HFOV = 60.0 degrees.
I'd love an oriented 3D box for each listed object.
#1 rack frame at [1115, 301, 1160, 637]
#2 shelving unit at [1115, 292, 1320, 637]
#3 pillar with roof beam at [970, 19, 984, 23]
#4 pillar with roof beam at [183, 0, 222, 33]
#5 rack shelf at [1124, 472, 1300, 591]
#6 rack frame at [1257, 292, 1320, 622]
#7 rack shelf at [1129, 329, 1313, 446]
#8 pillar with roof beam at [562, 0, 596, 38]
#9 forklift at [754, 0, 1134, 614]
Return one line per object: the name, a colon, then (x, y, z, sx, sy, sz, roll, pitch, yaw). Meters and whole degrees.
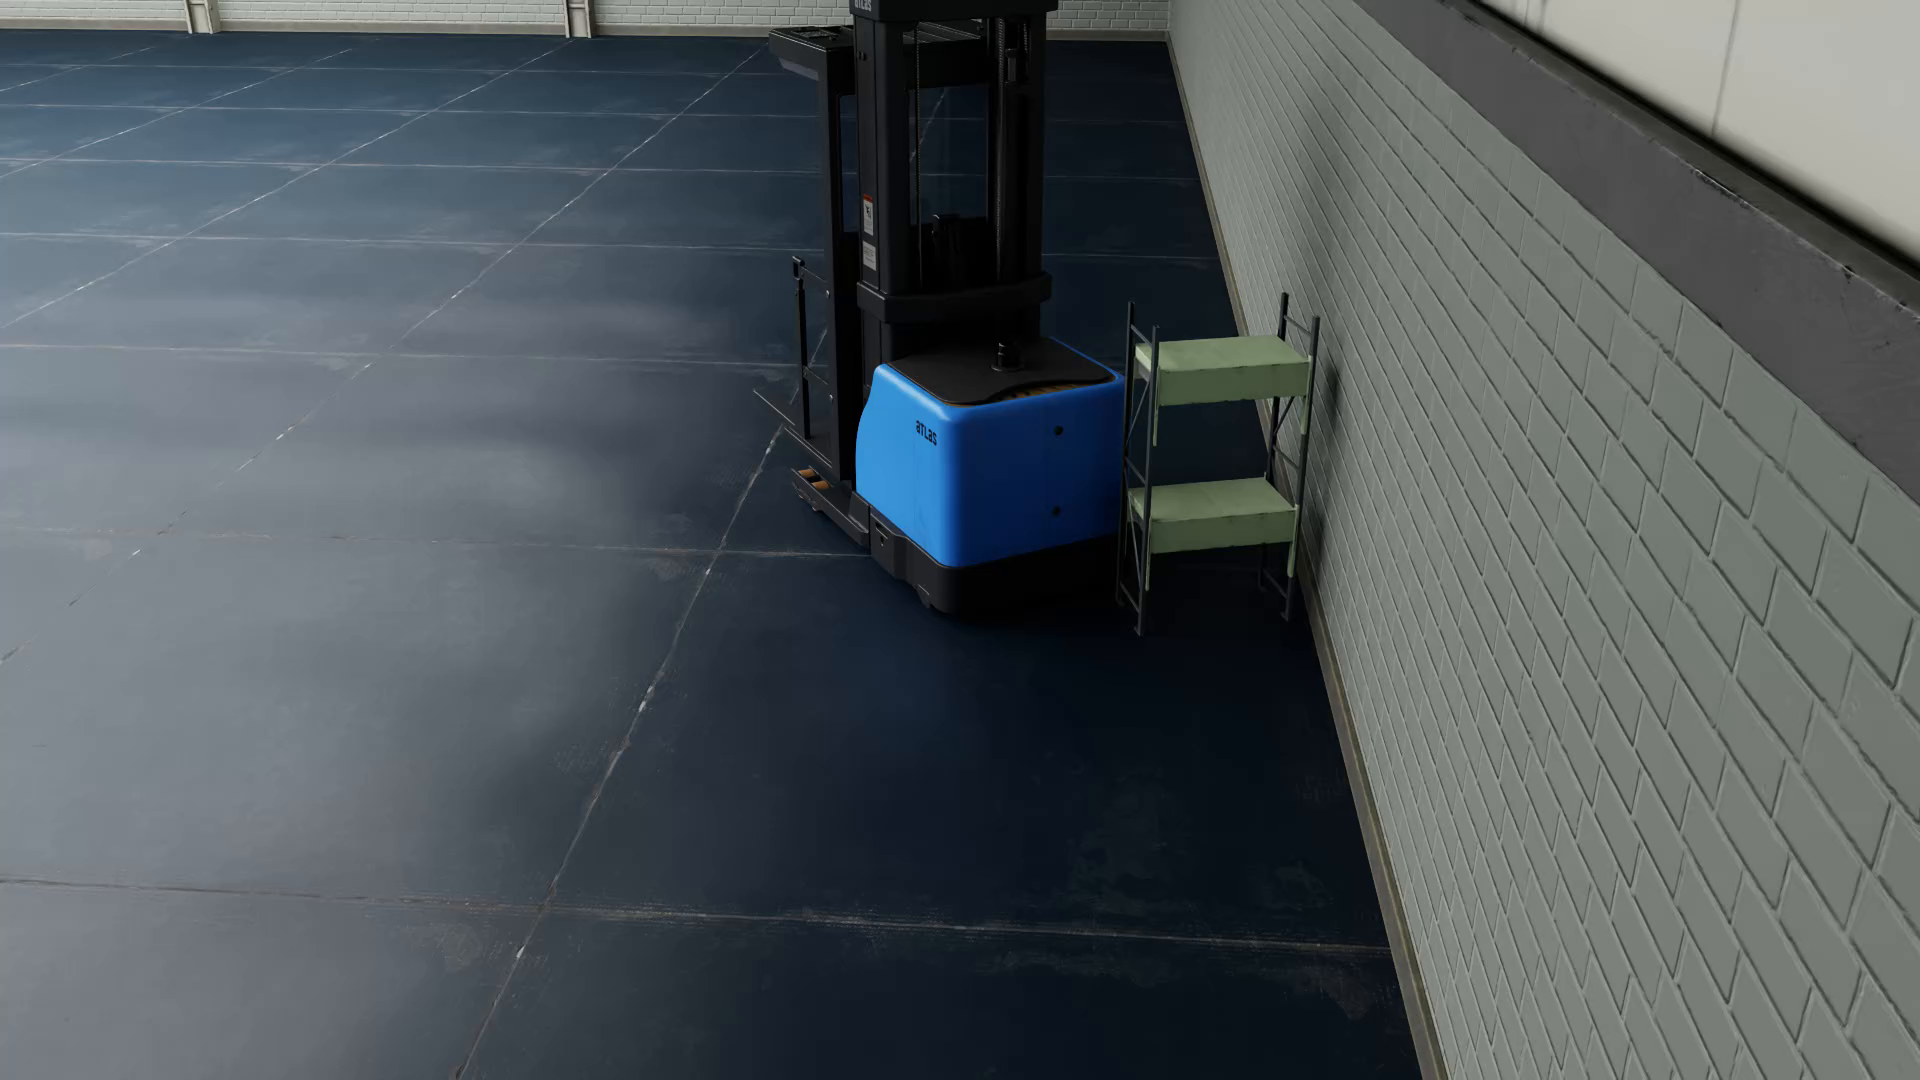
rack frame: (0.810, -0.312, 7.634, 0.023, 1.500, 0.400, -5, 25, -11)
shelving unit: (1.168, -0.343, 7.701, 0.755, 1.500, 0.431, -5, 25, -11)
pillar with roof beam: (-0.184, -9.872, 19.438, 0.400, 9.000, 9.100, 2, 25, 4)
pillar with roof beam: (-12.148, -10.256, 20.273, 0.400, 9.000, 9.100, 2, 25, 4)
rack shelf: (1.168, -0.047, 7.837, 0.720, 0.370, 0.431, -5, 25, -11)
rack frame: (1.527, -0.374, 7.768, 0.023, 1.500, 0.400, -5, 25, -11)
rack shelf: (1.168, -0.697, 7.538, 0.720, 0.370, 0.431, -5, 25, -11)
pillar with roof beam: (-6.166, -10.064, 19.856, 0.400, 9.000, 9.100, 2, 25, 4)
forklift: (-0.284, -1.563, 8.641, 1.130, 2.935, 3.031, -12, 27, -25)
